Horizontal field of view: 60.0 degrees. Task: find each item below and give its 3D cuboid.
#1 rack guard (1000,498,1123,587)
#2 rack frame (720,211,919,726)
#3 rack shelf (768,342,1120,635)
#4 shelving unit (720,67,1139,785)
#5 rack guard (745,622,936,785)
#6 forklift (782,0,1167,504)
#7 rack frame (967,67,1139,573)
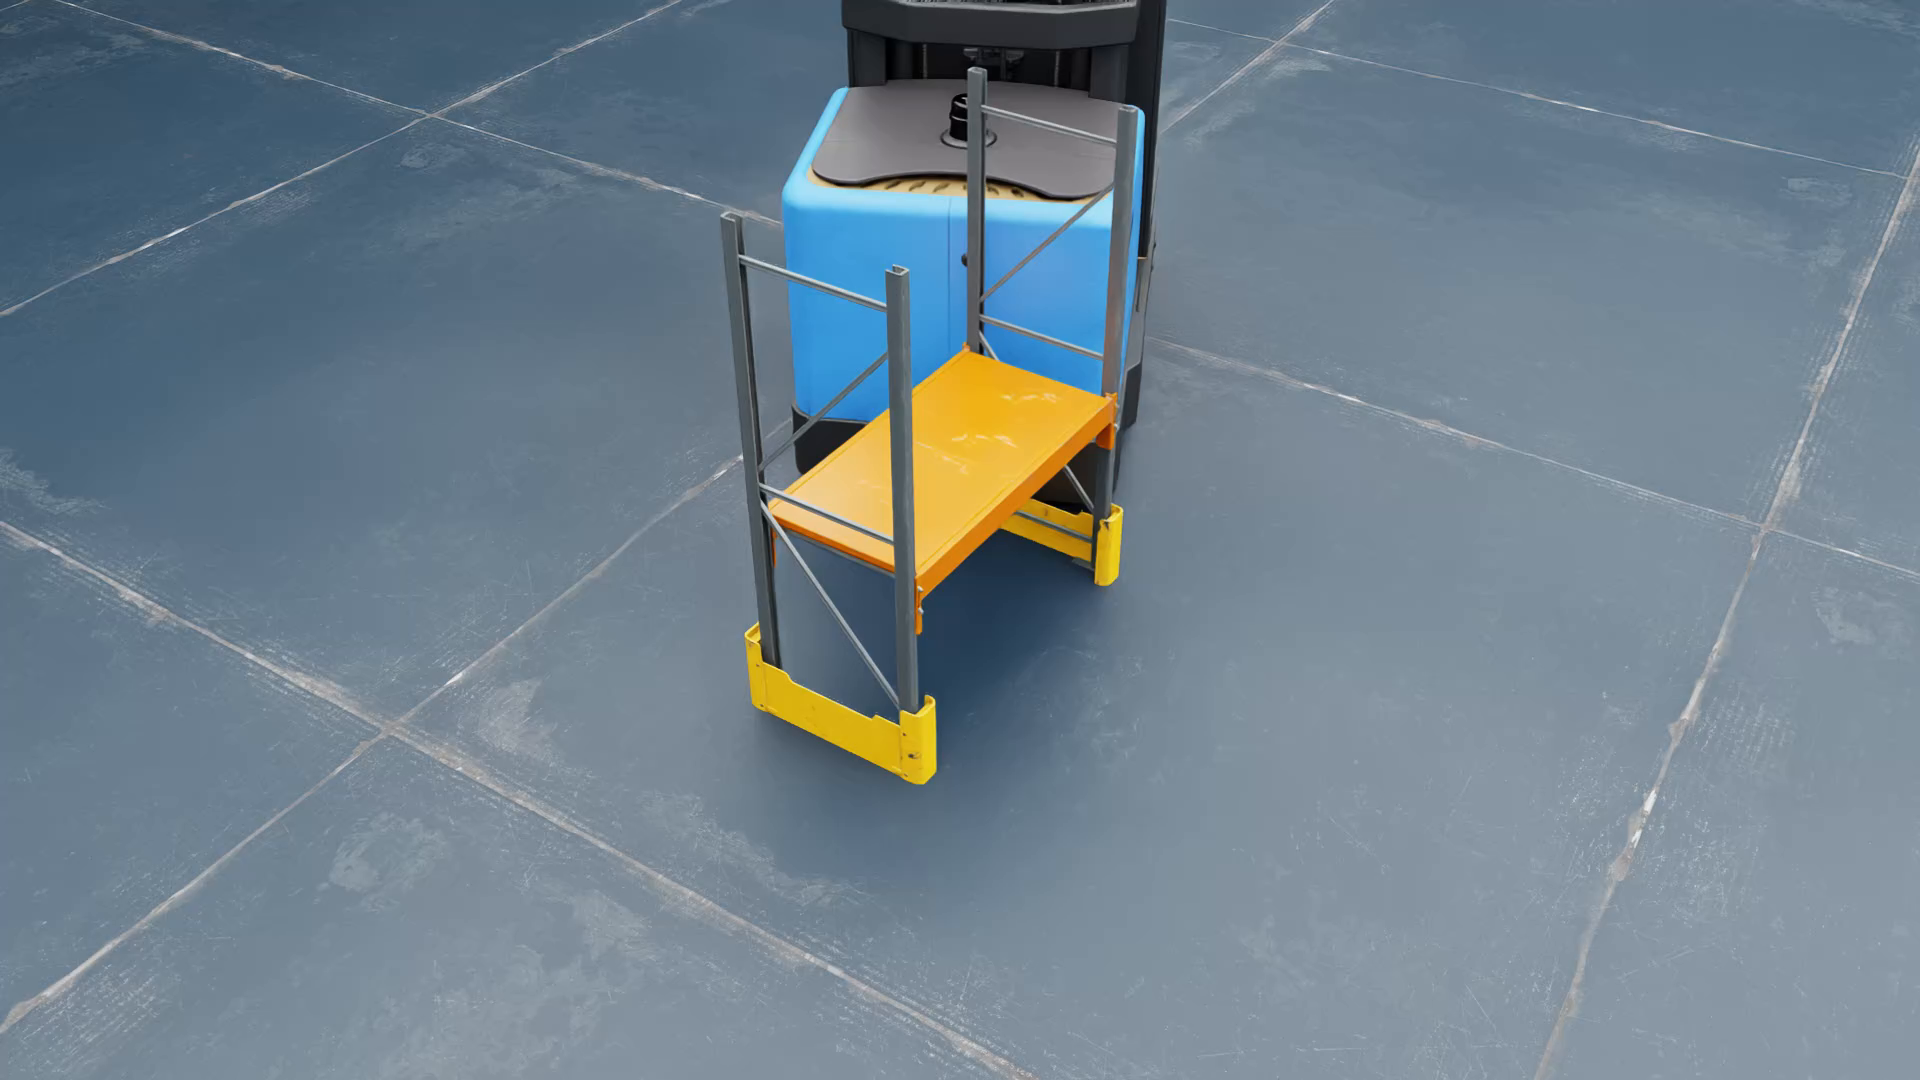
[{"bbox_3d":[0.225,-0.071,5.138,0.587,0.250,0.087,22,43,26],"label":"rack guard"},{"bbox_3d":[-0.324,-0.058,4.097,0.500,1.500,0.032,22,43,26],"label":"rack frame"},{"bbox_3d":[-0.044,-0.175,4.543,0.538,0.185,1.000,22,43,26],"label":"rack shelf"},{"bbox_3d":[-0.049,-0.312,4.427,0.587,1.500,1.083,22,43,26],"label":"shelving unit"},{"bbox_3d":[-0.323,0.436,4.479,0.587,0.250,0.087,22,43,26],"label":"rack guard"},{"bbox_3d":[0.191,-2.170,5.665,1.130,2.935,3.031,5,38,7],"label":"forklift"},{"bbox_3d":[0.236,-0.576,4.769,0.500,1.500,0.032,22,43,26],"label":"rack frame"}]
